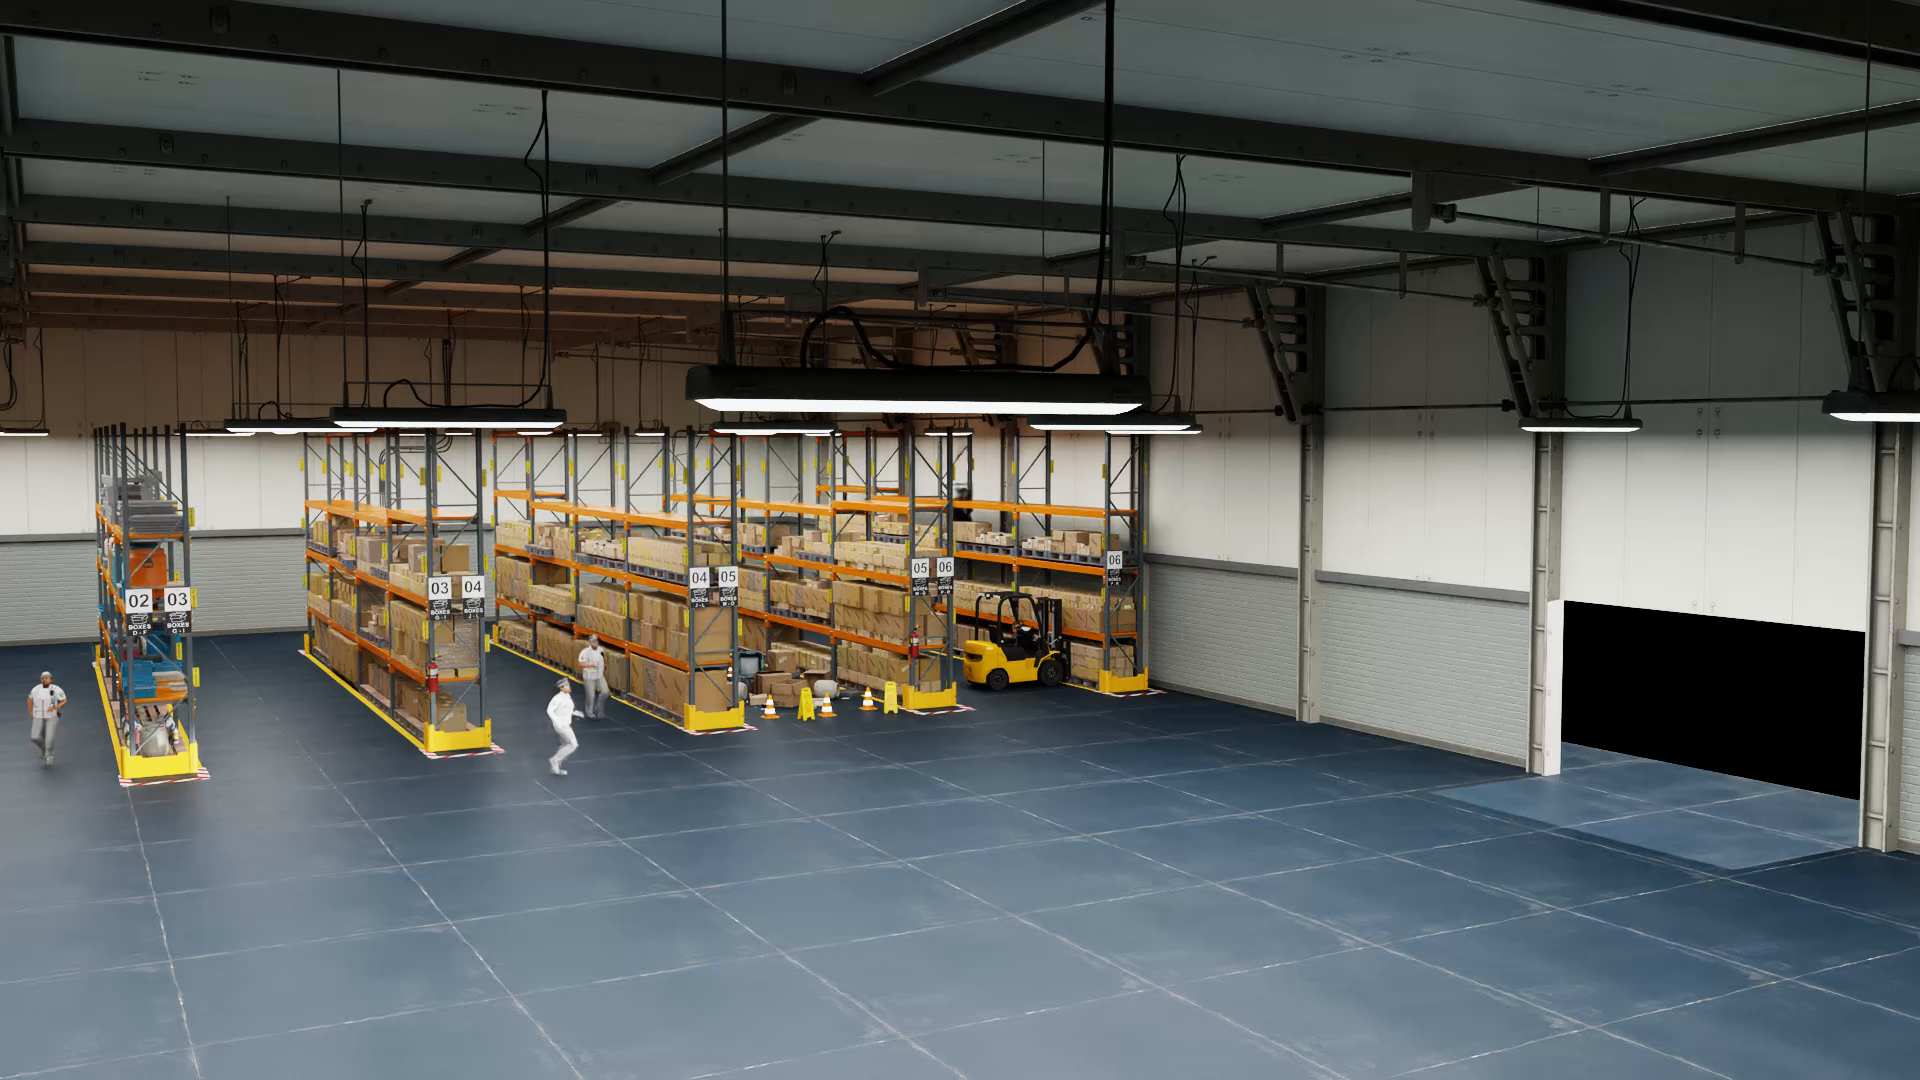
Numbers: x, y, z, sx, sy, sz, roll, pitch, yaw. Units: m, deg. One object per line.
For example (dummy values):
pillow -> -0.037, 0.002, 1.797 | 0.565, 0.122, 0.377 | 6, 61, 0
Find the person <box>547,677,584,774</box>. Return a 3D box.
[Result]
person -> -6.718, 3.166, 28.409 | 0.550, 1.665, 0.597 | 0, 3, 1

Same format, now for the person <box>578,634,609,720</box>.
person -> -7.464, 2.794, 33.907 | 0.650, 1.774, 0.720 | -3, 4, -37

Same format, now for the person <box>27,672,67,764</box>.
person -> -16.103, 3.134, 29.287 | 0.667, 1.627, 0.505 | -1, 4, -13
